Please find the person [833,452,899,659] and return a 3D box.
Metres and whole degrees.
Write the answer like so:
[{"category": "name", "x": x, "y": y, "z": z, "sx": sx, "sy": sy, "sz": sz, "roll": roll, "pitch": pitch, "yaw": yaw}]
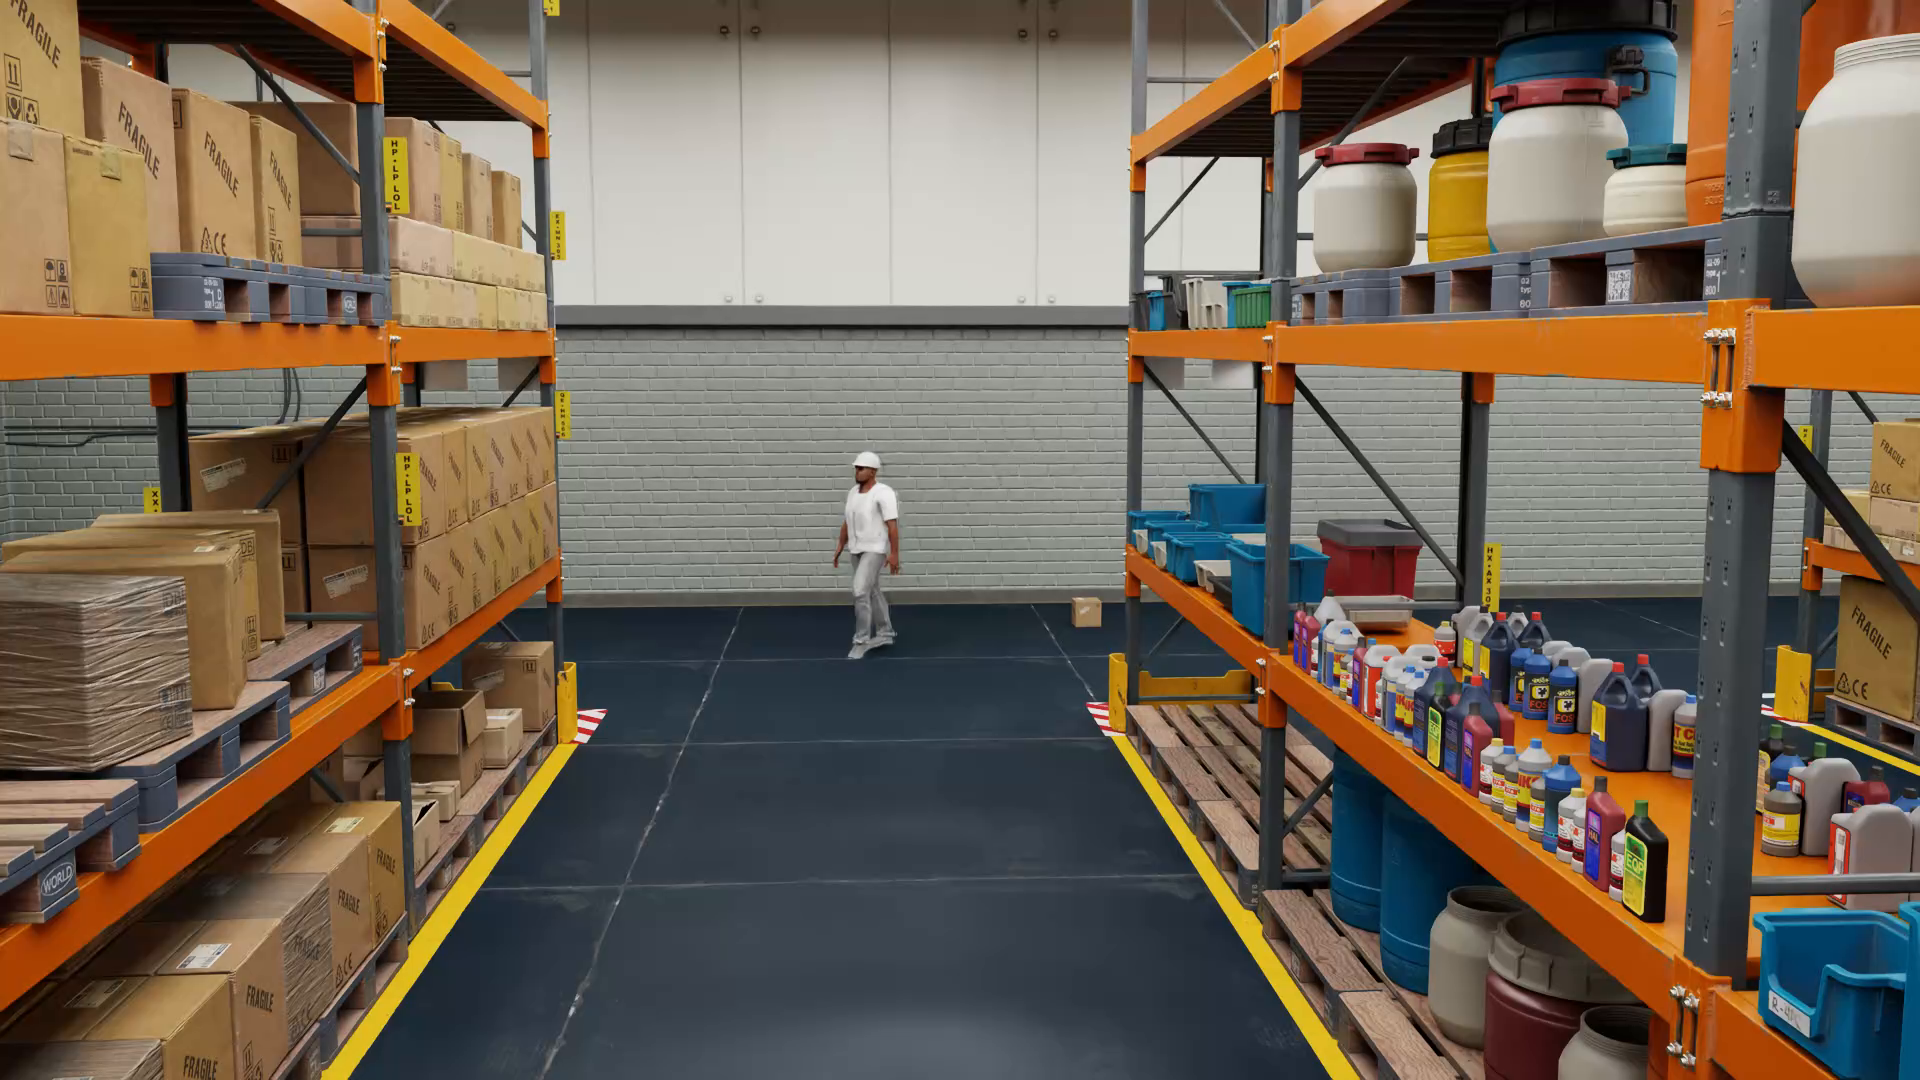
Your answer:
[{"category": "person", "x": -0.816, "y": 0.139, "z": 14.615, "sx": 0.651, "sy": 1.826, "sz": 0.620, "roll": -6, "pitch": 9, "yaw": -39}]
